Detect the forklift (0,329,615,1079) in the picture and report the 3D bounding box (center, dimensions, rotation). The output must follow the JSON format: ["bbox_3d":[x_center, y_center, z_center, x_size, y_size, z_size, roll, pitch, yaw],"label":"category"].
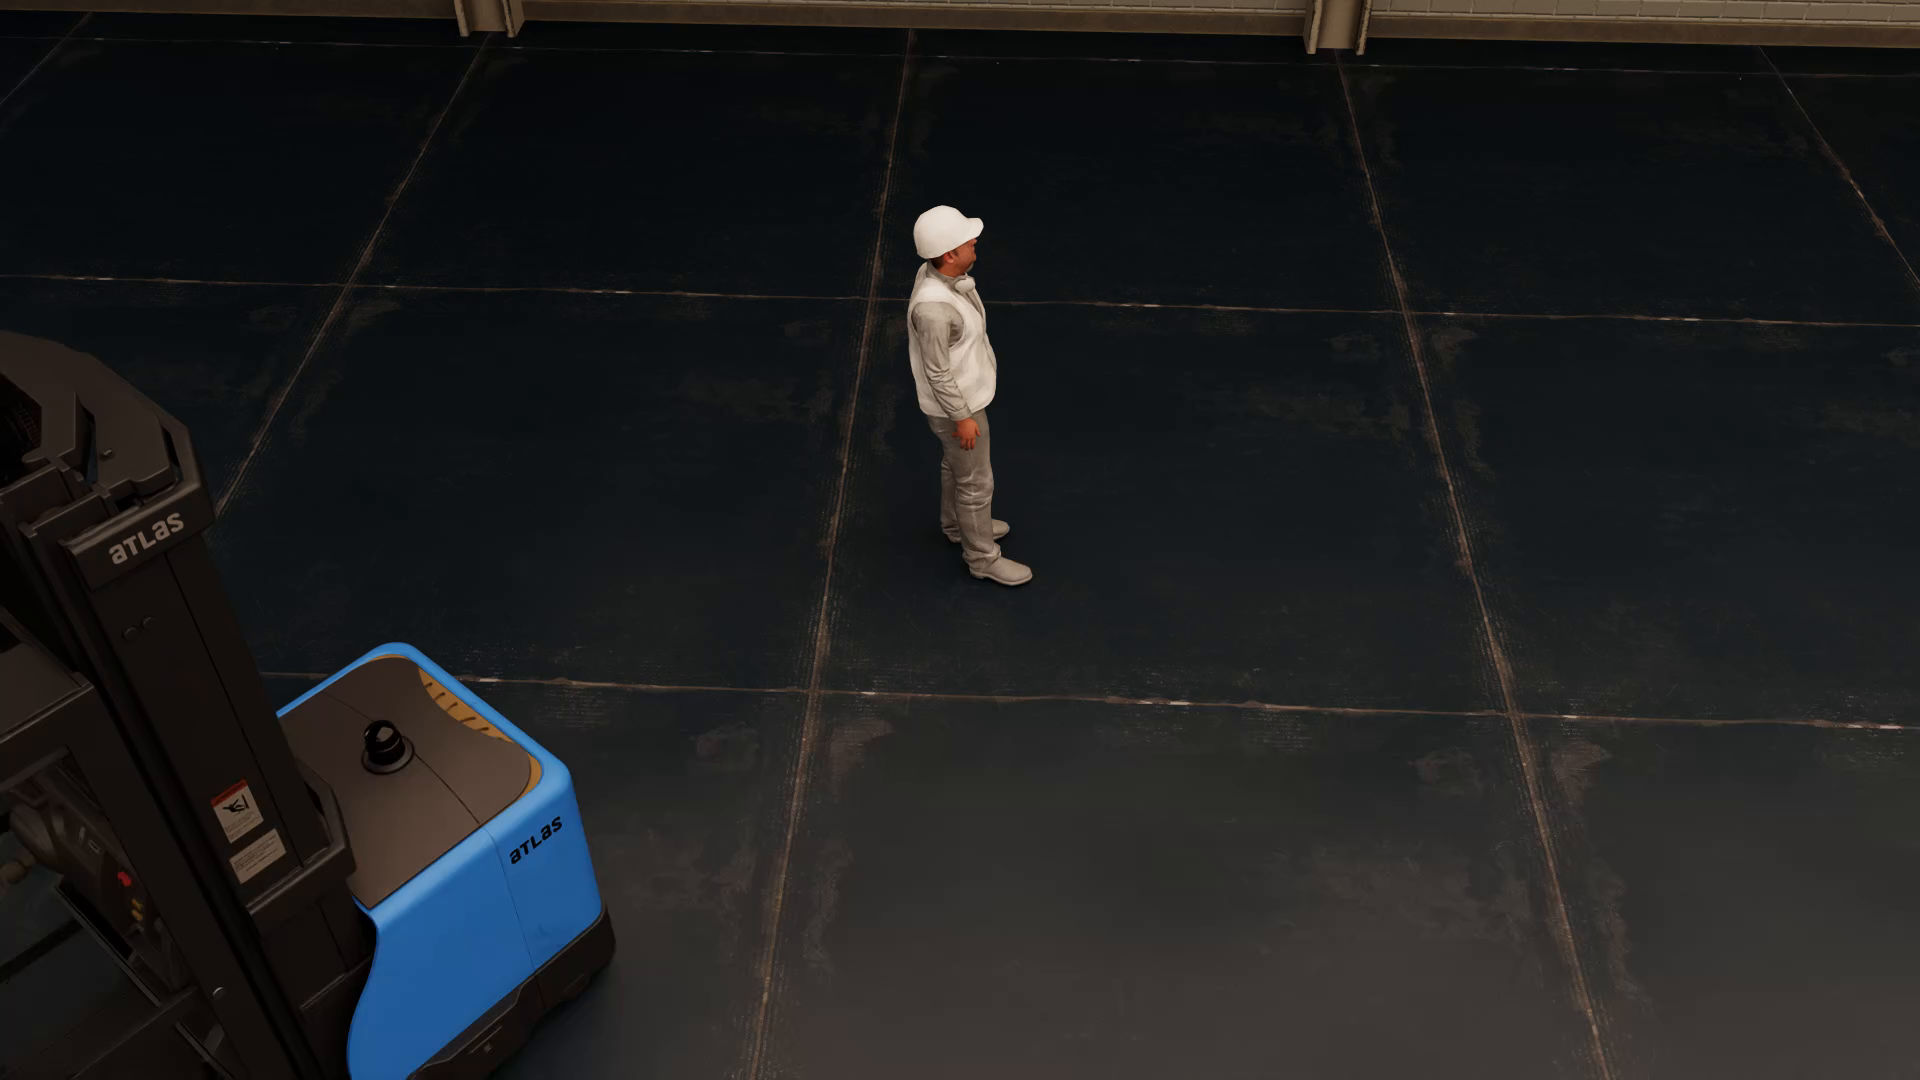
[{"bbox_3d":[-2.617,1.016,4.629,1.130,2.935,3.031,30,50,29],"label":"forklift"}]

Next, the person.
[{"bbox_3d":[0.063,-0.652,7.307,0.566,1.770,0.633,2,42,2],"label":"person"}]
